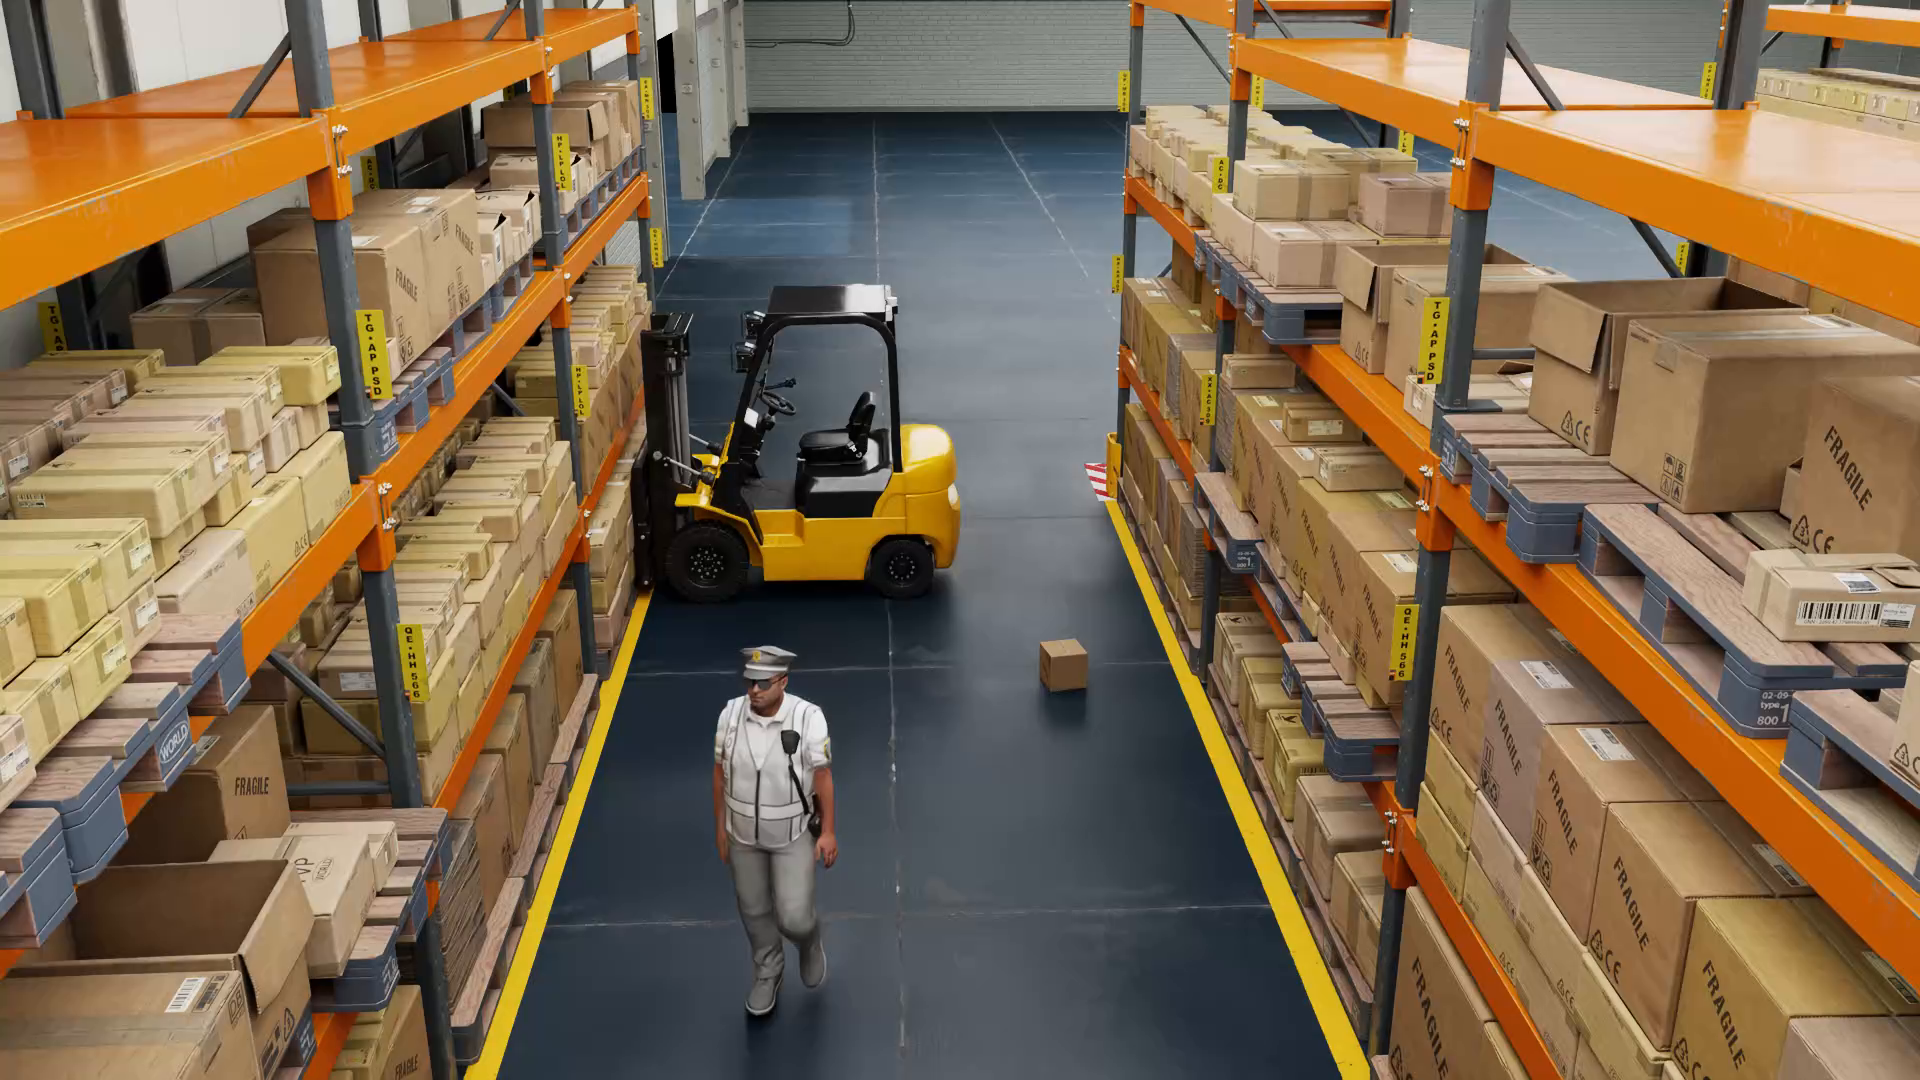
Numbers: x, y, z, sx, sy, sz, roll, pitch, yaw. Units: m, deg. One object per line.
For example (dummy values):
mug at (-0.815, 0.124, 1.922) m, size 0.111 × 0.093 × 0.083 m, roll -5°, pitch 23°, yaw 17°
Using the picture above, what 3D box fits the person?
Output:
person at (-0.840, 1.292, 7.450) m, size 0.569 × 1.771 × 0.495 m, roll 4°, pitch 21°, yaw 11°
